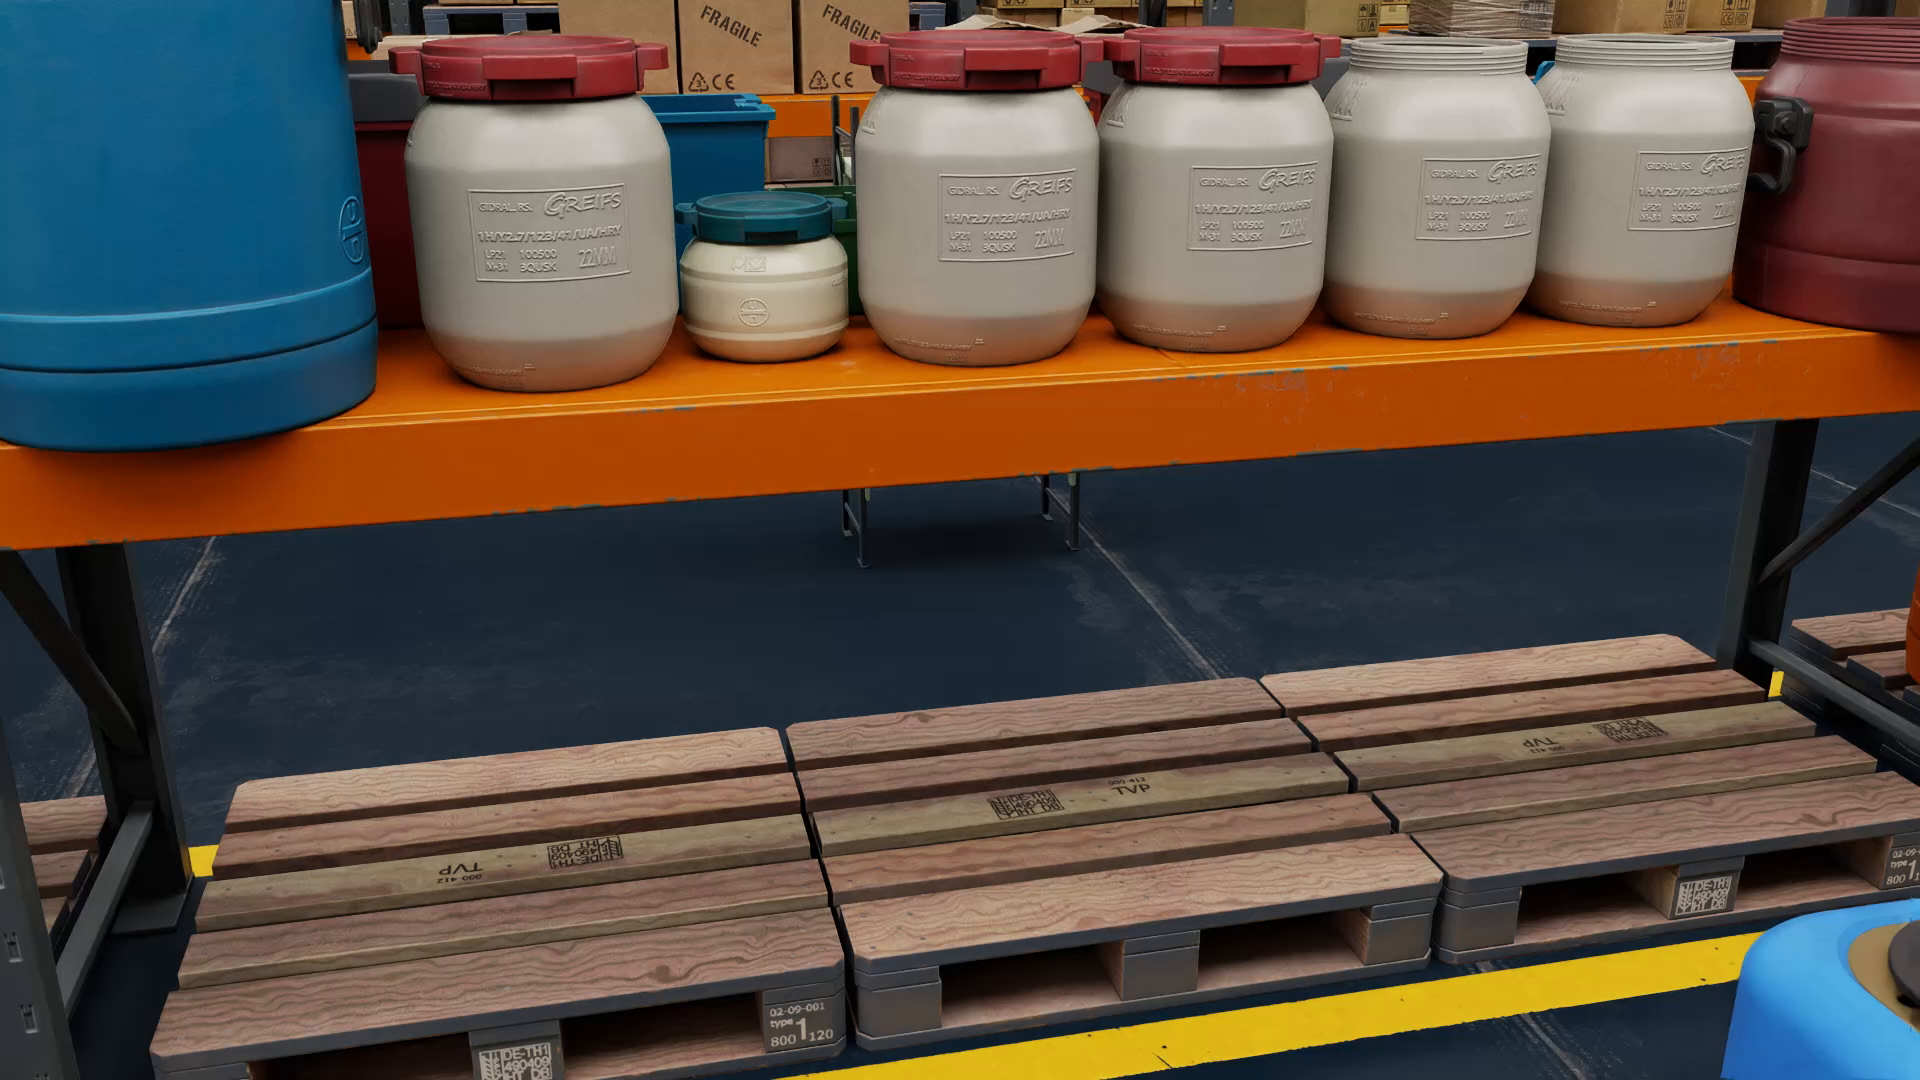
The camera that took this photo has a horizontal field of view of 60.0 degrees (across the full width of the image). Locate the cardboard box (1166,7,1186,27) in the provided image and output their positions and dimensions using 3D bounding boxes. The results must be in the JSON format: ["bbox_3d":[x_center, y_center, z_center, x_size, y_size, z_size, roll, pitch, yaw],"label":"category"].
[{"bbox_3d":[1.566,-4.060,12.874,0.250,0.149,0.380,-4,21,-12],"label":"cardboard box"}]

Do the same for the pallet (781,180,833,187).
[{"bbox_3d":[-0.814,-2.738,12.983,1.213,0.211,1.003,-5,21,-12],"label":"pallet"}]

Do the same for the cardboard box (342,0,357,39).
[{"bbox_3d":[-4.337,-3.592,11.450,0.500,0.250,0.500,-5,21,-12],"label":"cardboard box"}]

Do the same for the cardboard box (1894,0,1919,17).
[{"bbox_3d":[5.410,-2.940,9.335,0.500,0.500,0.500,-4,21,-12],"label":"cardboard box"}]

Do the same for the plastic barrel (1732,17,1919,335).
[{"bbox_3d":[1.845,-0.719,3.217,0.708,0.536,0.600,-5,21,-12],"label":"plastic barrel"}]

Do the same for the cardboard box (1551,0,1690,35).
[{"bbox_3d":[3.278,-2.851,8.482,0.500,0.500,0.700,-10,23,-26],"label":"cardboard box"}]

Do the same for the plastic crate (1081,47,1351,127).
[{"bbox_3d":[0.583,-0.797,3.537,0.583,0.464,0.402,-5,21,-12],"label":"plastic crate"}]

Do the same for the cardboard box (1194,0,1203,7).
[{"bbox_3d":[1.978,-4.379,12.801,0.500,0.500,0.500,-4,21,-11],"label":"cardboard box"}]

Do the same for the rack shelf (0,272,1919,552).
[{"bbox_3d":[0.280,-0.297,3.309,4.000,0.370,1.077,-5,21,-12],"label":"rack shelf"}]

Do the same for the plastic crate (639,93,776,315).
[{"bbox_3d":[-0.664,-0.660,3.279,0.575,0.384,0.392,-5,21,-12],"label":"plastic crate"}]

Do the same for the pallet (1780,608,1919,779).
[{"bbox_3d":[2.984,0.440,4.306,1.213,0.211,1.003,-5,21,-12],"label":"pallet"}]

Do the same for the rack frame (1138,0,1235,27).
[{"bbox_3d":[1.090,-2.451,8.145,0.127,3.000,1.000,-5,21,-12],"label":"rack frame"}]

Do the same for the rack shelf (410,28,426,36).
[{"bbox_3d":[-2.000,-3.613,12.362,4.000,0.370,1.077,-5,21,-12],"label":"rack shelf"}]

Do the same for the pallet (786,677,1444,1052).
[{"bbox_3d":[0.279,0.660,3.705,1.213,0.211,1.003,-5,21,-12],"label":"pallet"}]

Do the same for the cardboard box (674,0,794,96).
[{"bbox_3d":[-1.051,-2.318,7.637,0.500,0.500,0.500,-5,21,-12],"label":"cardboard box"}]

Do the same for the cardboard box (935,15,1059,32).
[{"bbox_3d":[0.175,-2.403,8.144,0.500,0.311,0.500,-5,21,-13],"label":"cardboard box"}]

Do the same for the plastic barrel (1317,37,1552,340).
[{"bbox_3d":[0.865,-0.659,3.090,0.421,0.512,0.421,0,20,0],"label":"plastic barrel"}]

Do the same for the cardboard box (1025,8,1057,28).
[{"bbox_3d":[0.568,-3.966,12.617,0.250,0.149,0.380,-4,21,-12],"label":"cardboard box"}]

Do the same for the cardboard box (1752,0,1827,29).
[{"bbox_3d":[4.470,-3.049,9.022,0.500,0.500,0.700,-13,24,-31],"label":"cardboard box"}]

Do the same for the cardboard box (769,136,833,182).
[{"bbox_3d":[-1.270,-3.066,12.817,0.500,0.500,0.700,-5,21,-13],"label":"cardboard box"}]

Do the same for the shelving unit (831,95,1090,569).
[{"bbox_3d":[-0.006,-0.704,5.555,0.755,1.500,0.431,-5,21,-12],"label":"shelving unit"}]

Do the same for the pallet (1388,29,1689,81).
[{"bbox_3d":[2.982,-2.516,8.602,1.213,0.211,1.003,-5,21,-12],"label":"pallet"}]

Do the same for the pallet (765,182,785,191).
[{"bbox_3d":[-1.999,-2.643,12.723,1.213,0.211,1.003,-5,21,-12],"label":"pallet"}]

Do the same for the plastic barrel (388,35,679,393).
[{"bbox_3d":[-0.685,-0.542,2.737,0.433,0.535,0.433,0,20,0],"label":"plastic barrel"}]

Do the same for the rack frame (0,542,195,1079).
[{"bbox_3d":[-1.666,-0.476,2.754,0.127,3.000,1.000,-5,21,-12],"label":"rack frame"}]

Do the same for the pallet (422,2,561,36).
[{"bbox_3d":[-3.169,-3.714,11.872,1.213,0.211,1.003,-5,21,-12],"label":"pallet"}]

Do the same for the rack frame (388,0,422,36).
[{"bbox_3d":[-3.946,-3.792,11.806,0.127,3.000,1.000,-5,21,-12],"label":"rack frame"}]

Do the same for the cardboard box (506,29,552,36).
[{"bbox_3d":[-1.989,-2.202,7.662,0.258,0.266,0.396,-5,21,-14],"label":"cardboard box"}]

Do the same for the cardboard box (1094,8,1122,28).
[{"bbox_3d":[1.062,-4.020,12.764,0.250,0.149,0.380,-5,21,-13],"label":"cardboard box"}]

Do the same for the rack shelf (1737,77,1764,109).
[{"bbox_3d":[3.037,-2.272,8.701,4.000,0.370,1.077,-5,21,-12],"label":"rack shelf"}]

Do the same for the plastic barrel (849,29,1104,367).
[{"bbox_3d":[0.029,-0.600,2.895,0.433,0.535,0.433,0,20,0],"label":"plastic barrel"}]

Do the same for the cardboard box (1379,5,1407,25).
[{"bbox_3d":[3.335,-4.168,13.167,0.250,0.149,0.380,-4,21,-11],"label":"cardboard box"}]

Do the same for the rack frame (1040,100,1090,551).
[{"bbox_3d":[0.350,-0.733,5.634,0.023,1.500,0.400,-5,21,-12],"label":"rack frame"}]

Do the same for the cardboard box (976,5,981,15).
[{"bbox_3d":[0.205,-4.112,13.015,0.250,0.149,0.380,-4,21,-12],"label":"cardboard box"}]

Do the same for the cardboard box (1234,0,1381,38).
[{"bbox_3d":[1.677,-2.783,8.295,0.500,0.500,0.700,-12,24,-31],"label":"cardboard box"}]

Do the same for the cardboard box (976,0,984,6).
[{"bbox_3d":[0.346,-4.431,12.942,0.500,0.500,0.500,-5,21,-12],"label":"cardboard box"}]

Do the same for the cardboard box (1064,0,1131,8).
[{"bbox_3d":[0.990,-4.296,12.575,0.500,0.500,0.500,-4,20,-11],"label":"cardboard box"}]

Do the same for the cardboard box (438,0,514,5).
[{"bbox_3d":[-3.443,-4.075,11.792,0.500,0.500,0.700,-5,21,-12],"label":"cardboard box"}]

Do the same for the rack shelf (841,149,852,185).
[{"bbox_3d":[-0.006,-1.070,5.421,0.720,0.370,0.431,-5,21,-12],"label":"rack shelf"}]
